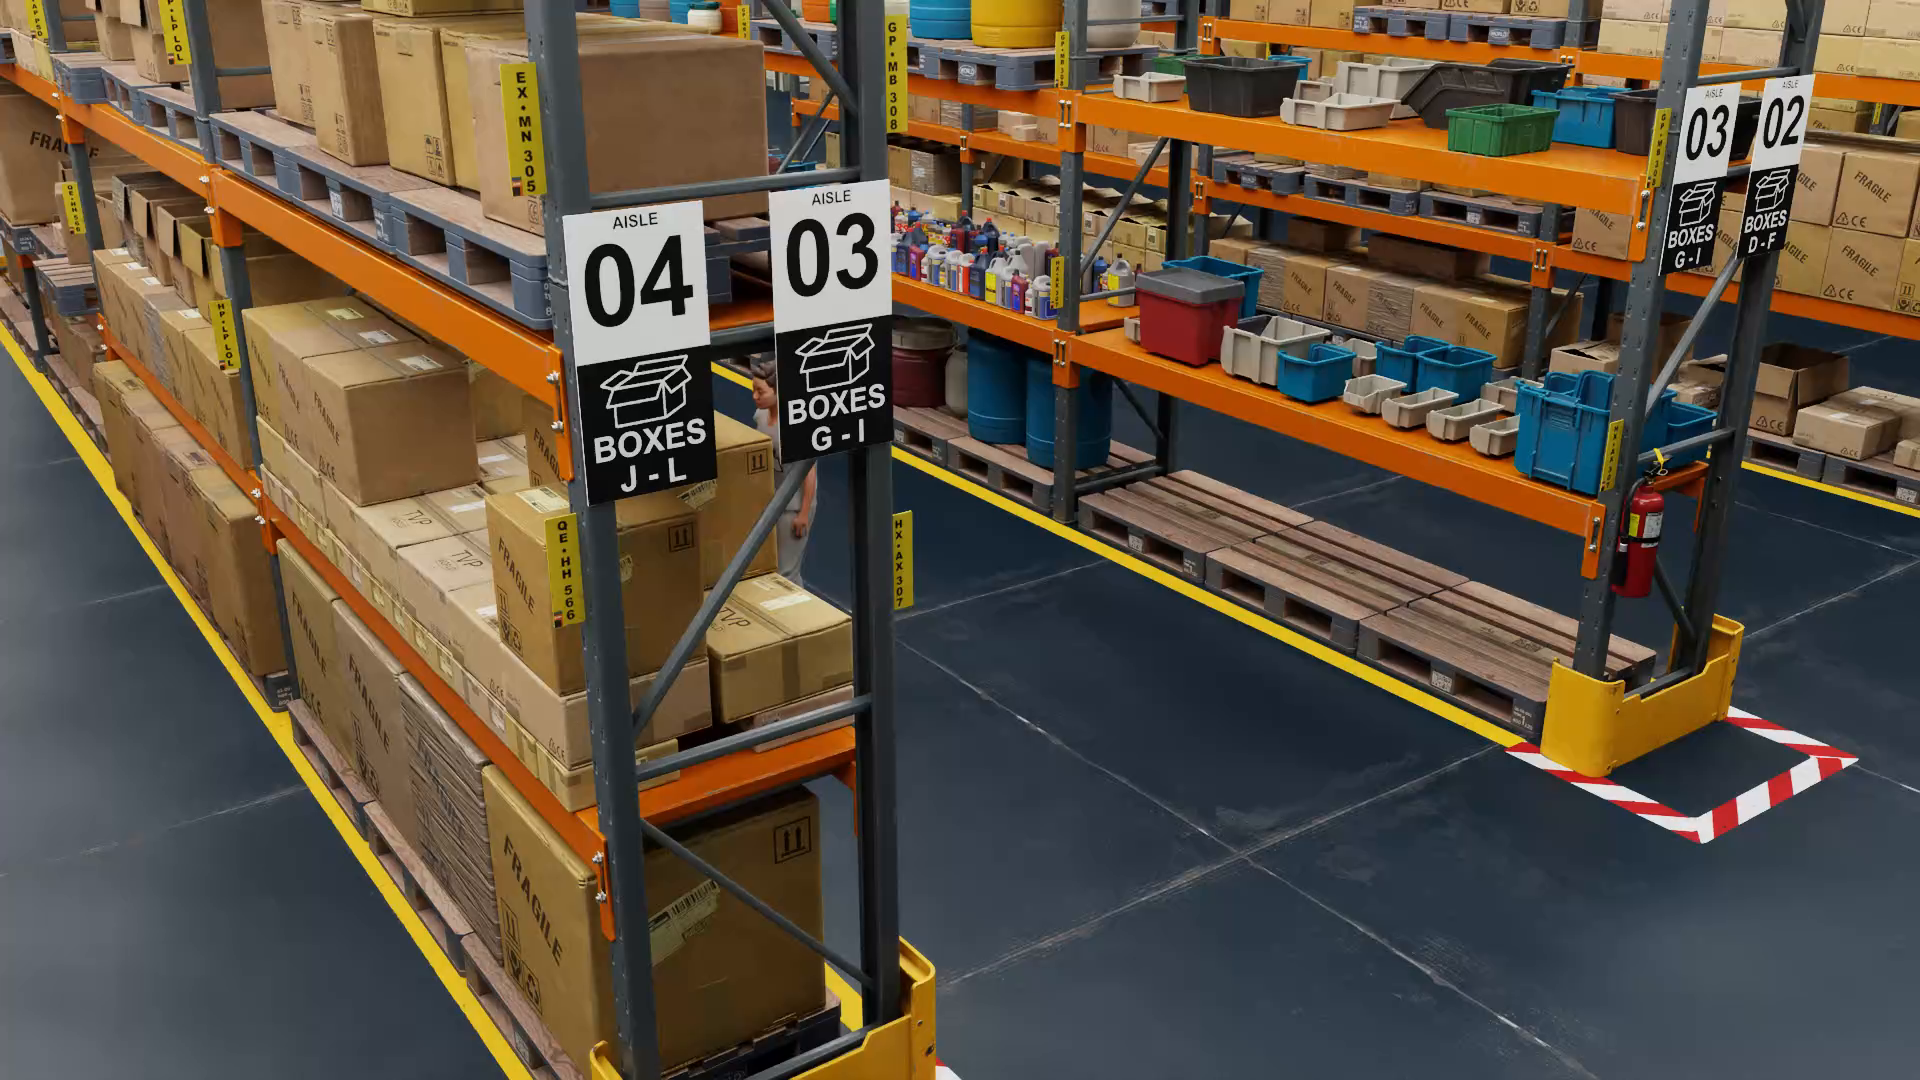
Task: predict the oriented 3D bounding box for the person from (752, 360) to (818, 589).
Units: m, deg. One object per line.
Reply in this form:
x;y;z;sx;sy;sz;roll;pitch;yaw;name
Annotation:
-0.992;-0.175;9.034;0.416;1.671;0.503;-16;27;-36;person
